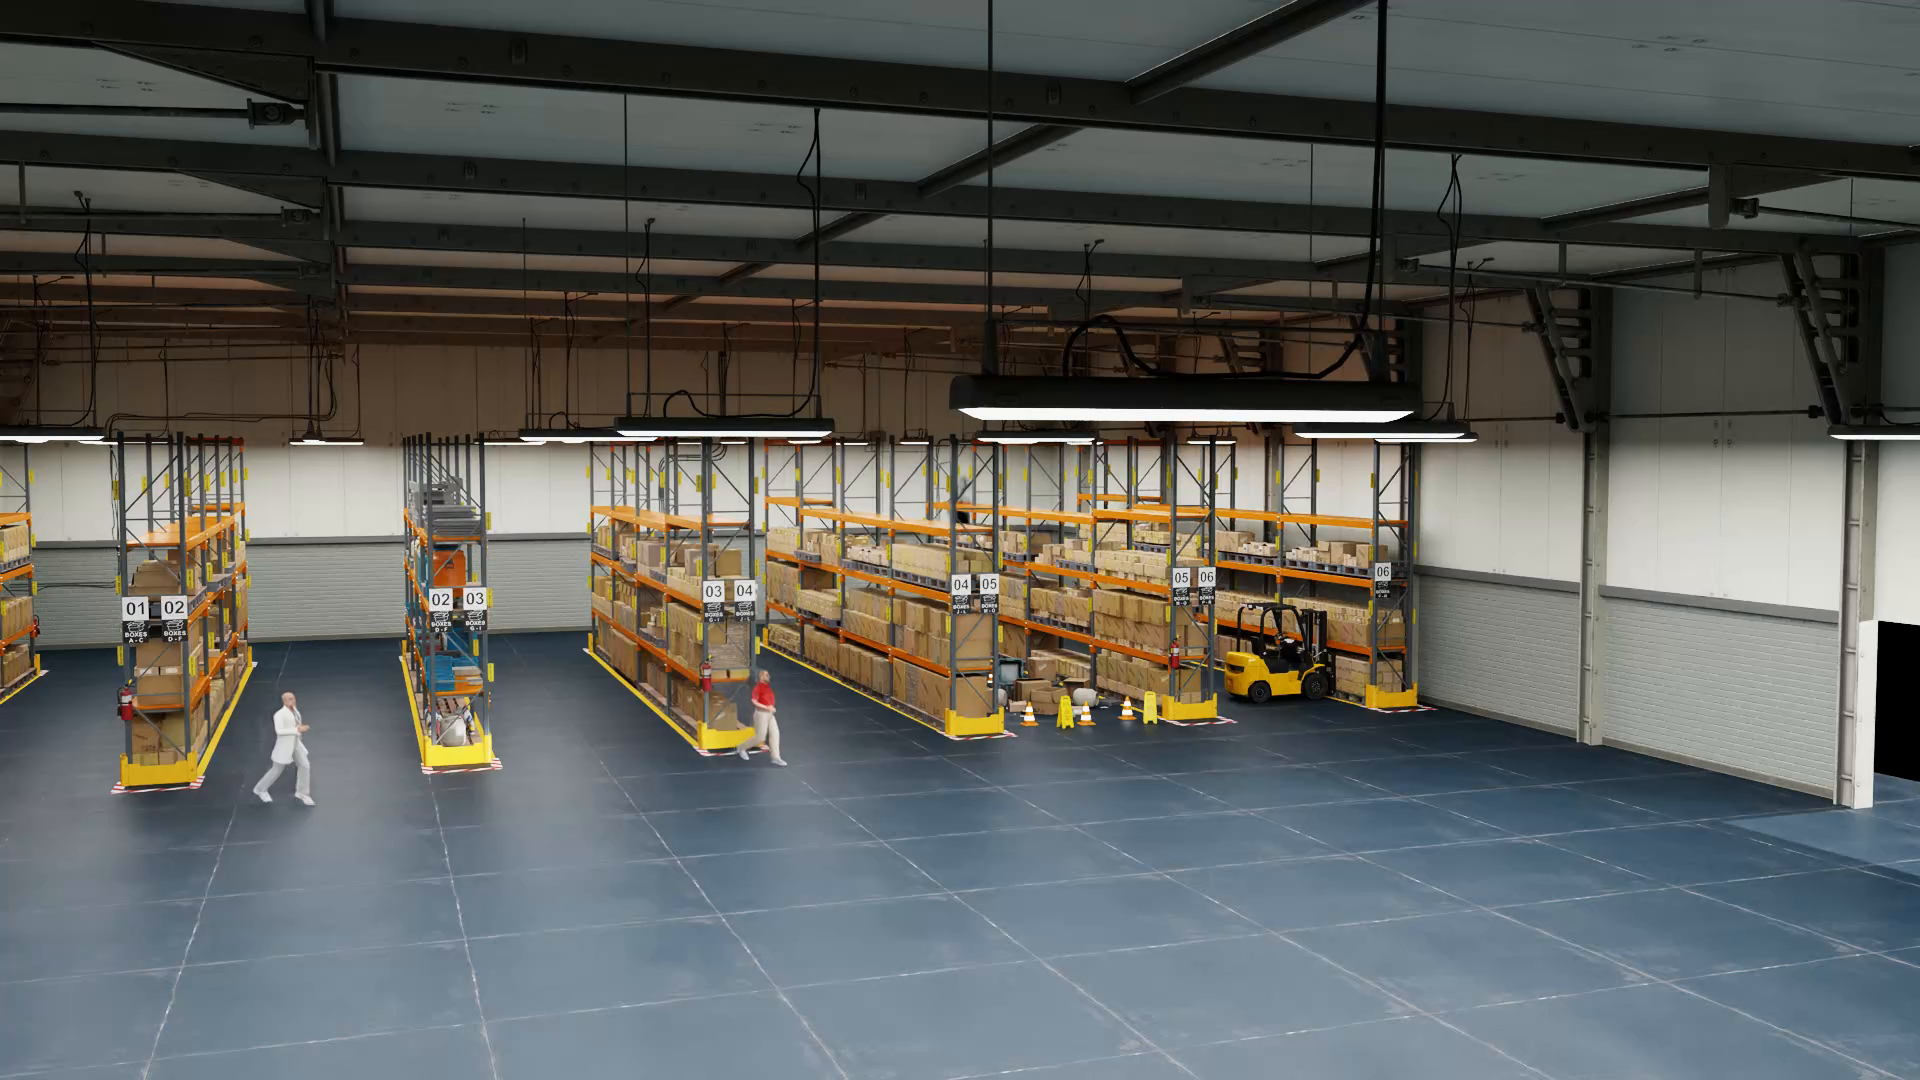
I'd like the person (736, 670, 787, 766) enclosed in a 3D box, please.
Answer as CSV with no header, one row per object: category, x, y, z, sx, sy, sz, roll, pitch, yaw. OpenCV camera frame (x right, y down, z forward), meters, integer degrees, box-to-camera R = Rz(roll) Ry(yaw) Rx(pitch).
person,-3.551,3.205,30.048,0.972,1.725,0.691,1,3,18

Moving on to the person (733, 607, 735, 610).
person,-6.429,2.177,49.048,0.781,1.773,0.811,3,4,42

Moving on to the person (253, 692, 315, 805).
person,-10.844,3.356,26.714,0.991,1.840,0.729,1,3,15
